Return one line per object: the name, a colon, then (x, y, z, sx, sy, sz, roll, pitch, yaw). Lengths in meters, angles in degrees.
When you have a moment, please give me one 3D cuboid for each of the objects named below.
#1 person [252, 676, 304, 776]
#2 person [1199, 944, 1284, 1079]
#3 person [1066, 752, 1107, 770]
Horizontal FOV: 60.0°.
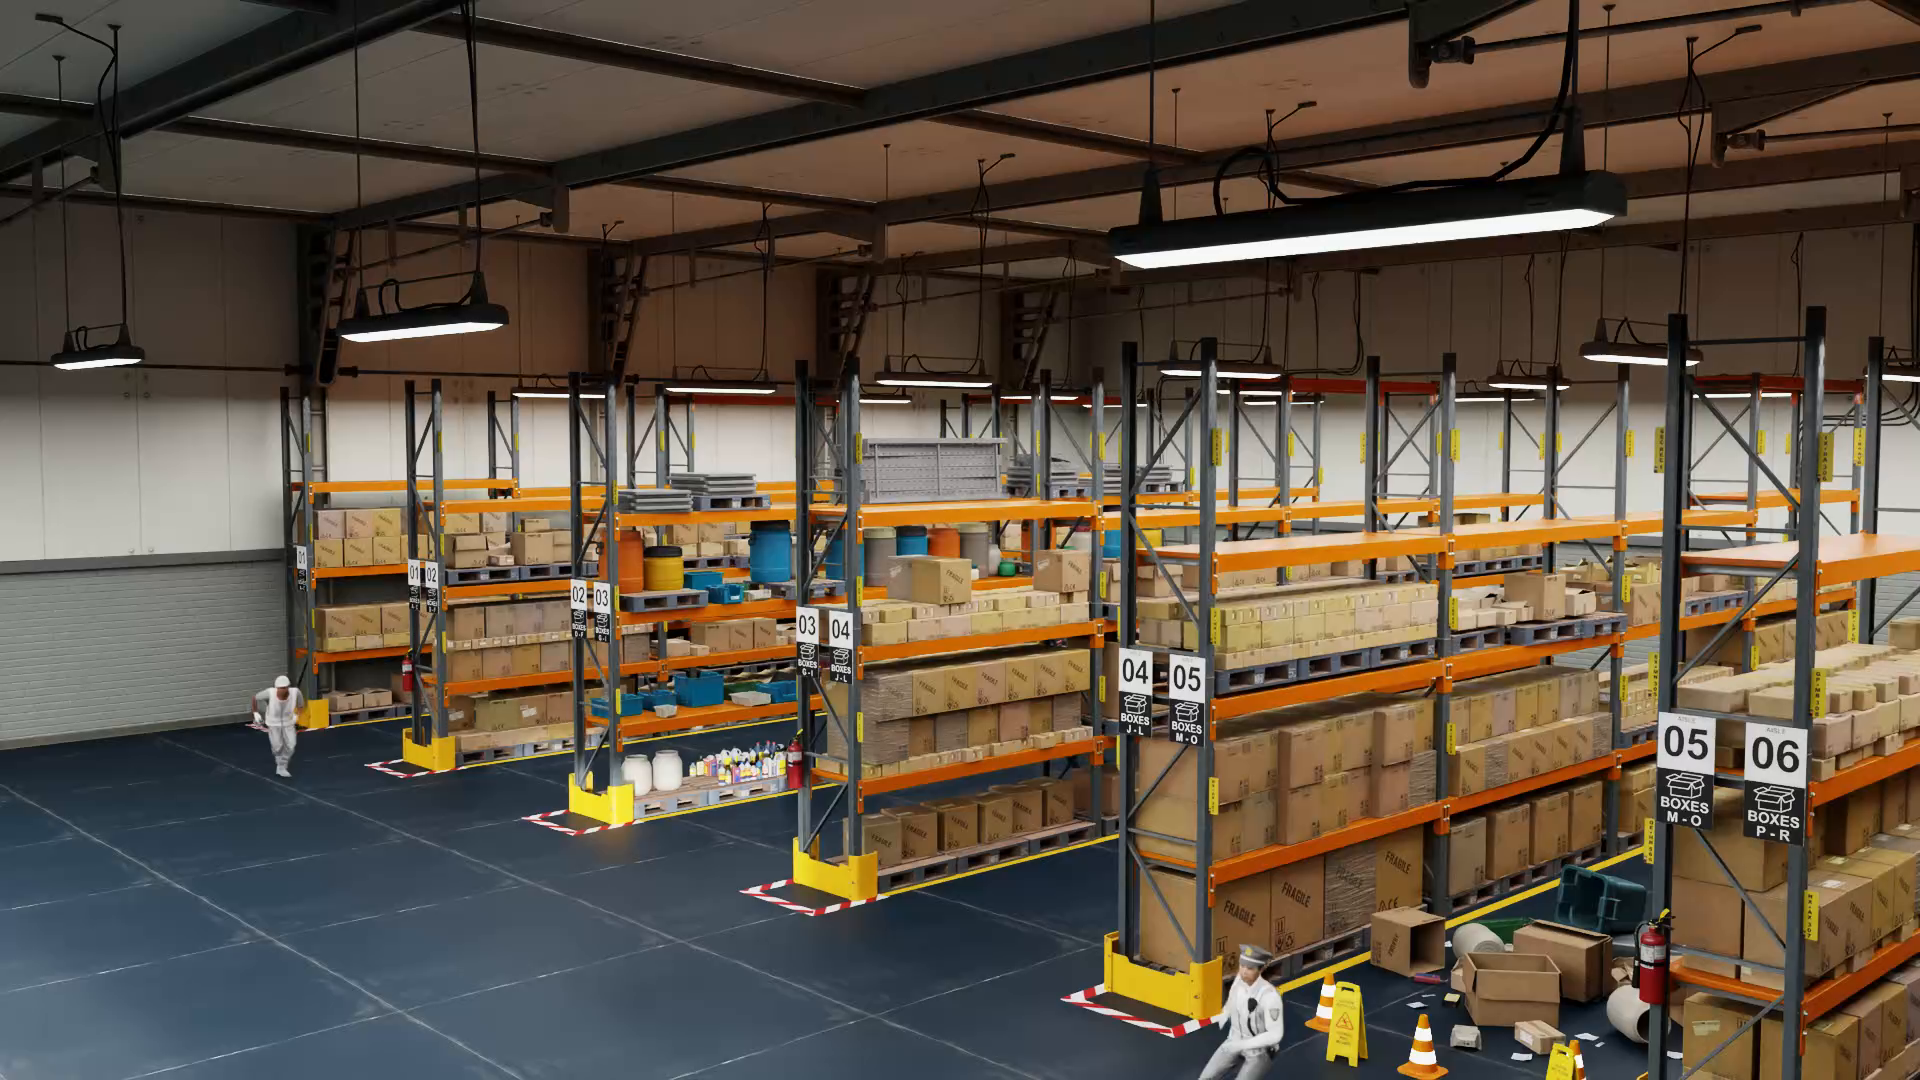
person: (-10.198, 2.788, 24.886, 0.713, 1.583, 0.850, -2, 4, -29)
person: (2.000, 3.631, 11.844, 0.640, 1.597, 0.779, -4, 5, -44)
person: (1.878, 2.892, 24.143, 0.963, 1.462, 0.530, -2, 4, -31)
